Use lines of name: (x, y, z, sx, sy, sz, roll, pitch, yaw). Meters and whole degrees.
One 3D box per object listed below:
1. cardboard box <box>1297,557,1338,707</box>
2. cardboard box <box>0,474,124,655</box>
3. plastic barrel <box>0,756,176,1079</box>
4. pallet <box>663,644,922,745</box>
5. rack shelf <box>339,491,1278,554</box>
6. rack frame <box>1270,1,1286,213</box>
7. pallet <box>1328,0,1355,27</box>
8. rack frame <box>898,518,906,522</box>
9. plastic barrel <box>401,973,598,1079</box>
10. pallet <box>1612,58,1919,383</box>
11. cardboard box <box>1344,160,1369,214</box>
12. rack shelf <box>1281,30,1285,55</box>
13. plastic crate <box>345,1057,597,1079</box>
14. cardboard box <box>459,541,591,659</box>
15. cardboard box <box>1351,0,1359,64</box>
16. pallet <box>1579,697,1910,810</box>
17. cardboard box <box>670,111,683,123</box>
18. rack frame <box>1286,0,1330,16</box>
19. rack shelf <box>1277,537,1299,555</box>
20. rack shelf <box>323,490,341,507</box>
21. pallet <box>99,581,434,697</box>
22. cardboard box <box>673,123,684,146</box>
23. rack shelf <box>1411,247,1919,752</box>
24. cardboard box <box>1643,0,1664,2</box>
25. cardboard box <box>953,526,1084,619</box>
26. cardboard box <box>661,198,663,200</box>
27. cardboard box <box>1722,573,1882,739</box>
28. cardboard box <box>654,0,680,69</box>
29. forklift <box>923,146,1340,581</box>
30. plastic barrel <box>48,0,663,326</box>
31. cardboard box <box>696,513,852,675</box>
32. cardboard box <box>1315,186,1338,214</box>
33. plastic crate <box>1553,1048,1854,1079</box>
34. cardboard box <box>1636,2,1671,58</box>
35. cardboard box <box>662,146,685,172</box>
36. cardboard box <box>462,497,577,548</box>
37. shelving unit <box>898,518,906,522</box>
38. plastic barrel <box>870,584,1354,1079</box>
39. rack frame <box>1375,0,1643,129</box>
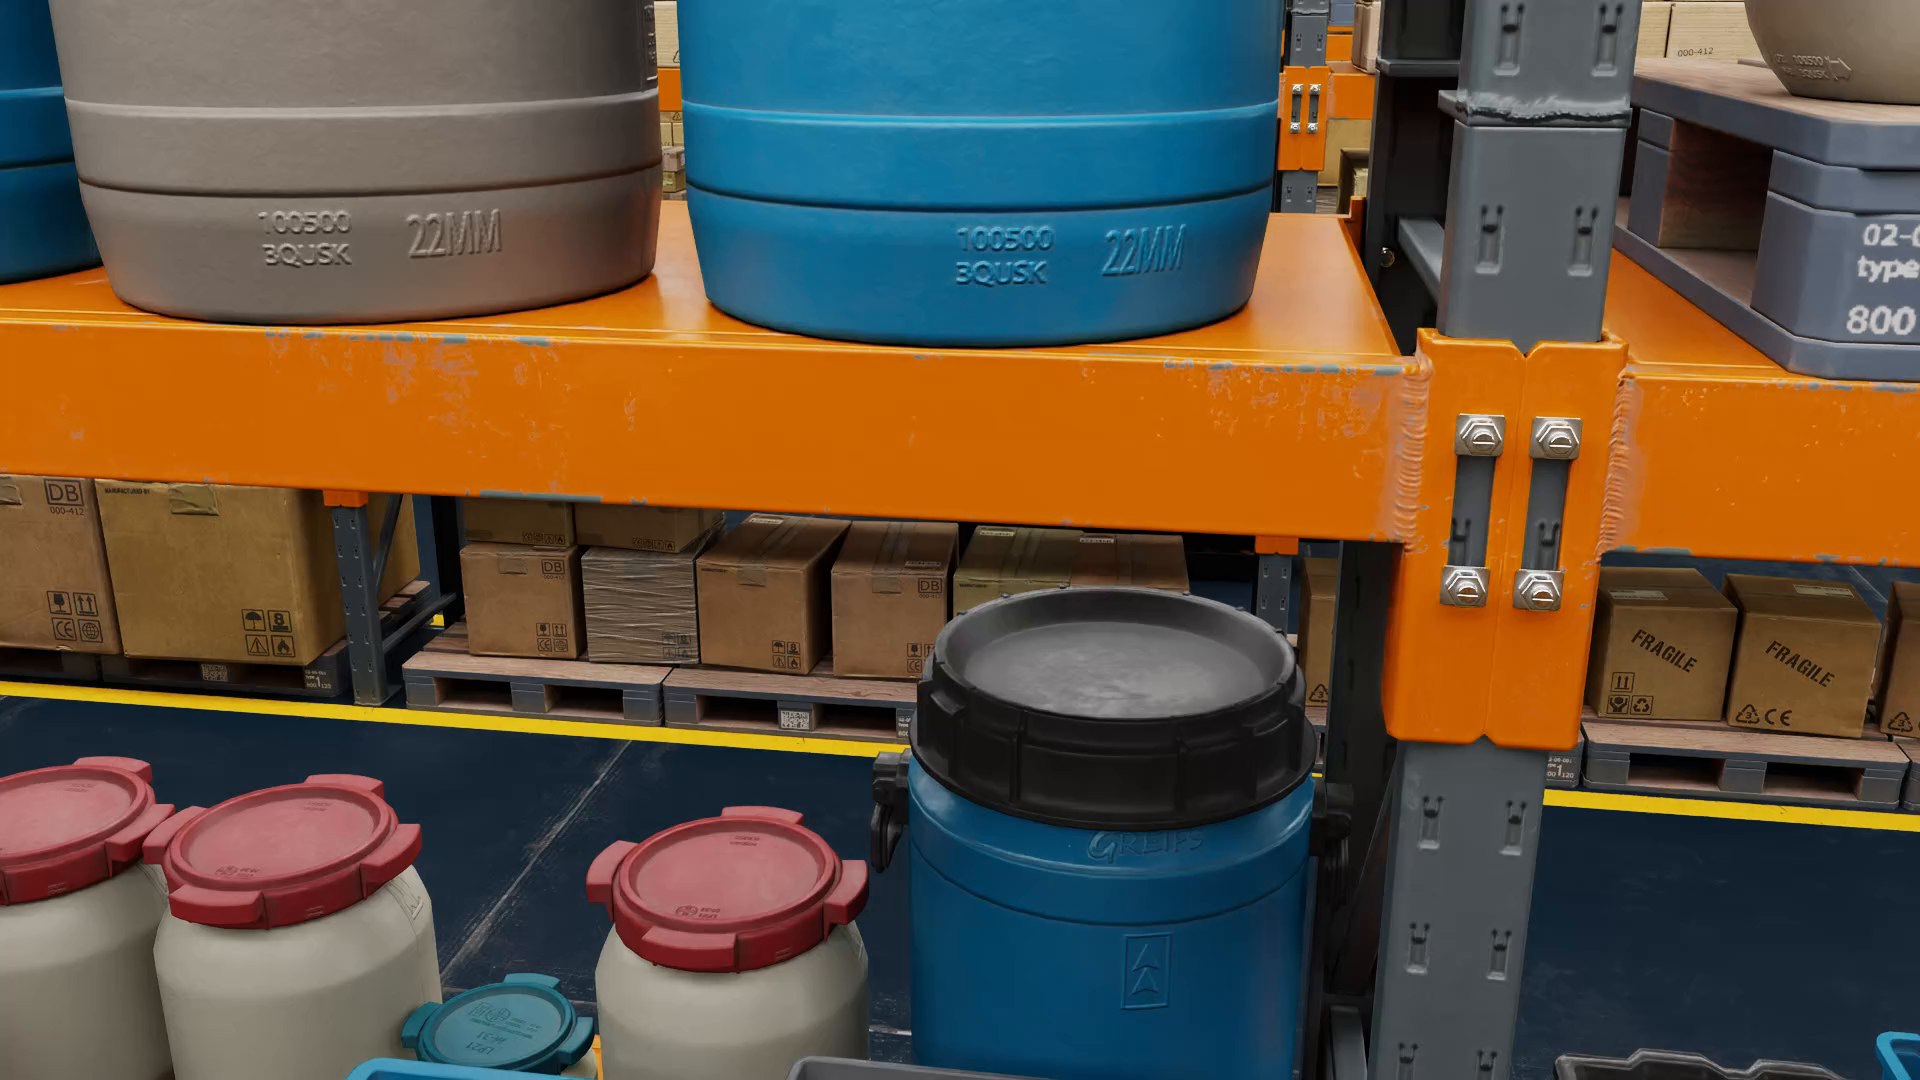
cardboard box: (1.730, 0.399, 7.161, 0.500, 0.500, 0.500, 2, 19, 7)
cardboard box: (-4.165, -0.101, 8.065, 0.875, 0.875, 1.225, 3, 19, 9)
plastic barrel: (-1.506, 0.692, 2.794, 0.433, 0.535, 0.433, 0, 18, 0)
pallet: (-0.636, 0.603, 7.668, 1.213, 0.211, 1.003, 3, 19, 9)
rack shelf: (-0.633, -0.379, 7.343, 4.000, 0.370, 1.077, 3, 19, 9)
rack frame: (2.228, -2.169, 11.557, 0.127, 3.000, 1.000, 3, 19, 9)
pallet: (3.034, -3.505, 10.963, 1.213, 0.211, 1.003, 3, 19, 9)
rack frame: (-0.341, -0.584, 9.659, 0.006, 1.200, 0.240, 3, 19, 8)
plastic barrel: (-0.727, 0.883, 2.656, 0.301, 0.262, 0.301, 0, 18, 0)
pallet: (1.284, -0.395, 1.828, 1.003, 0.211, 1.213, 3, 19, 9)
cardboard box: (1.745, -1.180, 6.401, 0.500, 0.500, 0.500, 3, 19, 9)
rack shelf: (0.253, -3.351, 11.496, 4.000, 0.370, 1.077, 3, 19, 9)
plastic crate: (-0.583, 0.981, 2.168, 0.575, 0.384, 0.392, 3, 19, 9)
cardboard box: (-1.943, 0.183, 7.775, 0.500, 0.500, 0.700, 2, 19, 6)
cardboard box: (1.833, -2.030, 6.652, 0.500, 0.250, 0.500, 4, 19, 11)
pallet: (3.218, 0.786, 7.122, 1.213, 0.211, 1.003, 3, 19, 9)
cardboard box: (-2.585, -4.442, 16.618, 0.500, 0.500, 0.500, 3, 19, 9)
rack frame: (1.341, -3.465, 5.977, 0.127, 3.000, 1.000, 3, 19, 9)
rack shelf: (3.316, -0.178, 6.742, 4.000, 0.370, 1.077, 3, 19, 9)
rack shelf: (-4.583, -0.581, 7.945, 4.000, 0.370, 1.077, 3, 19, 9)
pallet: (-3.374, 0.438, 8.162, 1.213, 0.211, 1.003, 3, 19, 9)
cardboard box: (-2.570, -4.081, 16.720, 0.500, 0.250, 0.500, 2, 19, 7)
rack shelf: (2.530, -0.049, 1.628, 4.000, 0.370, 1.077, 3, 19, 9)
cardboard box: (2.401, -2.036, 6.042, 0.250, 0.149, 0.380, 3, 19, 10)
cardboard box: (0.271, 0.289, 7.457, 0.500, 0.500, 0.700, 3, 19, 8)
cardboard box: (-2.281, -2.331, 11.776, 0.250, 0.149, 0.380, 3, 19, 10)
cardboard box: (3.466, 0.474, 6.936, 0.500, 0.500, 0.500, 5, 19, 14)
cardboard box: (-1.168, -2.020, 6.623, 0.500, 0.250, 0.500, 3, 19, 10)
forklift: (1.353, -1.345, 9.205, 3.031, 2.935, 1.130, 3, 19, 8)
plastic barrel: (-0.627, -0.719, 1.707, 0.600, 0.901, 0.600, 0, 18, 0)
cardboard box: (-0.833, 0.233, 7.625, 0.500, 0.500, 0.700, 5, 19, 13)
cardboard box: (2.594, -2.225, 11.489, 0.550, 0.550, 0.875, 3, 19, 9)
plastic crate: (1.052, 1.027, 2.103, 0.504, 0.338, 0.767, 3, 19, 9)
cardboard box: (2.268, -1.843, 6.094, 0.500, 0.250, 0.500, 3, 19, 8)
cardboard box: (-2.151, -2.816, 12.289, 0.250, 0.149, 0.380, 3, 19, 9)
cardboard box: (-1.942, -0.176, 7.665, 0.500, 0.250, 0.500, 4, 19, 11)
shelving unit: (-0.250, -0.580, 9.646, 0.189, 1.200, 0.258, 3, 19, 8)
plastic barrel: (0.222, 0.580, 2.553, 0.708, 0.901, 0.600, 3, 19, 9)
rack frame: (0.556, -1.913, 1.339, 0.127, 3.000, 1.000, 3, 19, 9)
